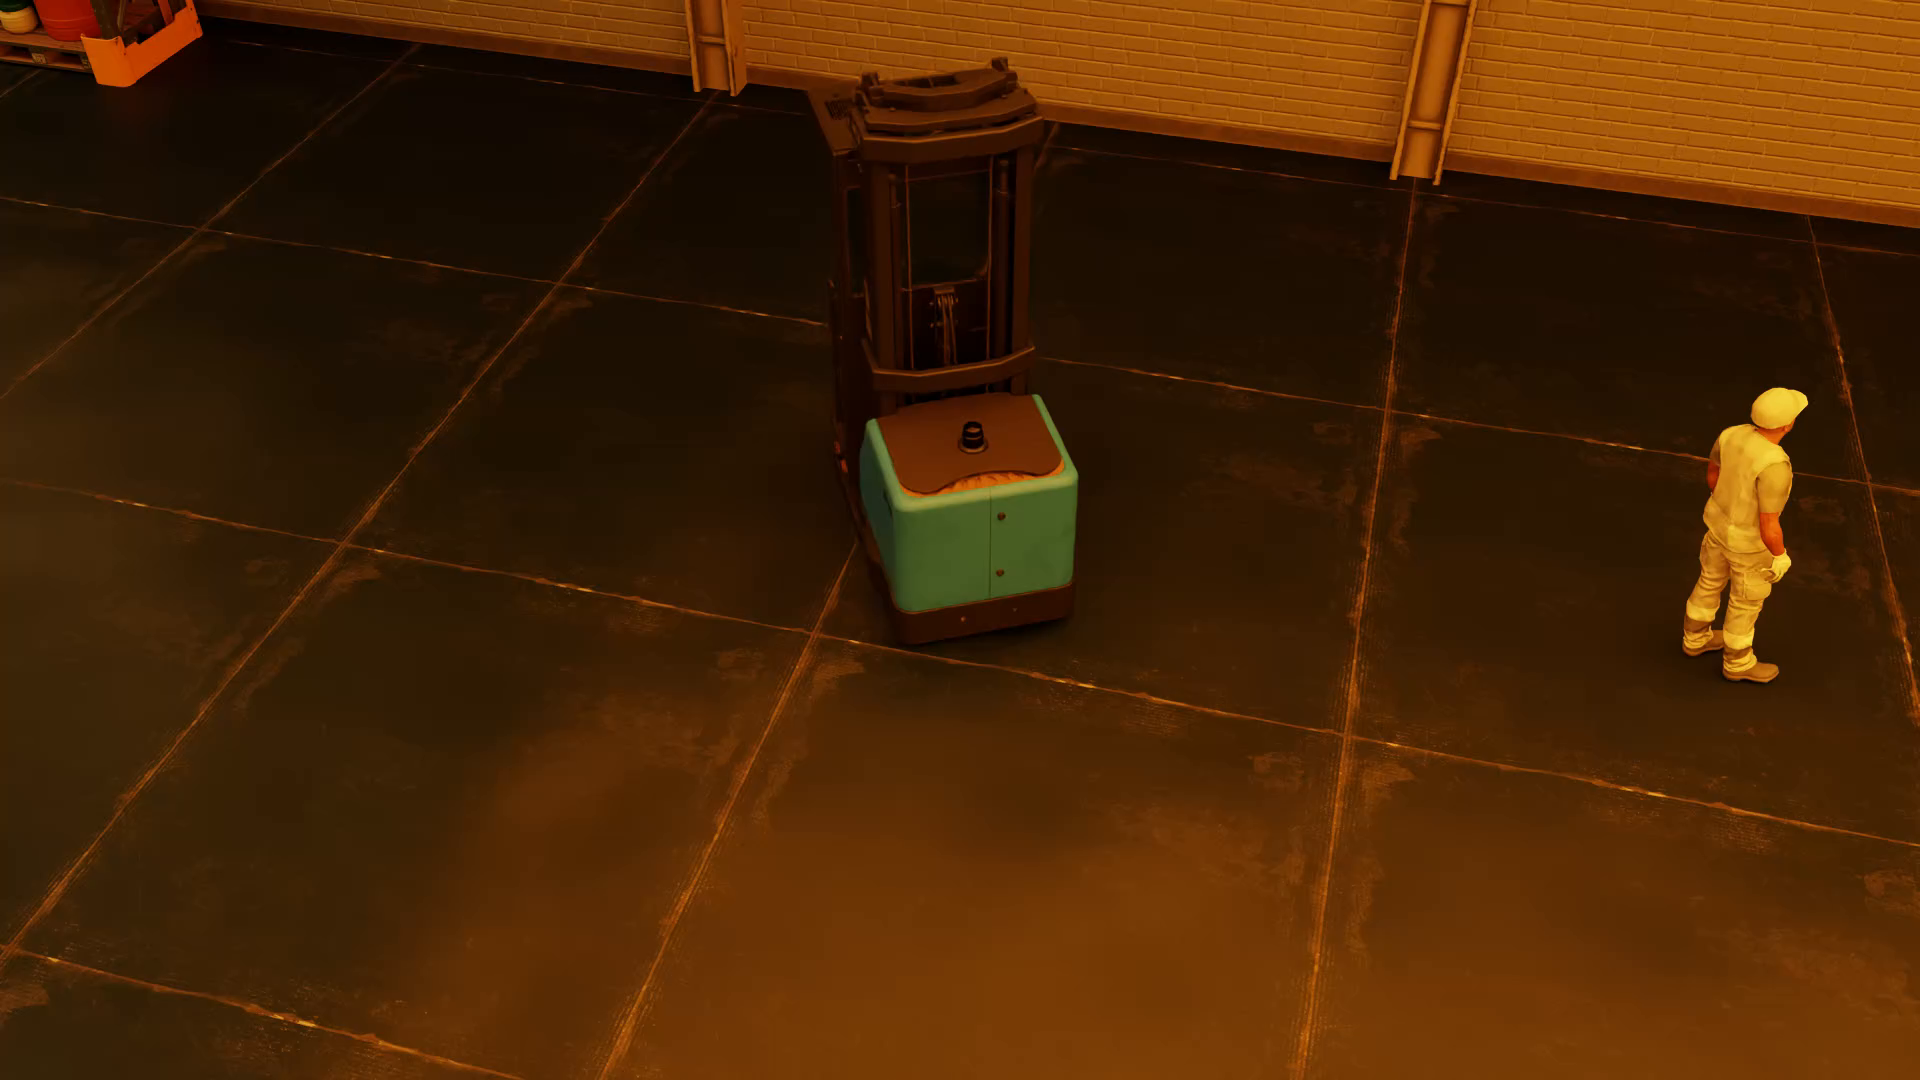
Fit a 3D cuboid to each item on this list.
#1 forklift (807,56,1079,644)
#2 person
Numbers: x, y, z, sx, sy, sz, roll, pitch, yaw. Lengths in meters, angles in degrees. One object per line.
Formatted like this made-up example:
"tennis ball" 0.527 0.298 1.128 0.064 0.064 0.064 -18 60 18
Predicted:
"forklift" -0.209 -1.501 9.573 1.130 2.935 3.031 -10 42 -11
"person" 4.197 -0.051 8.774 0.564 1.788 0.637 -8 42 -9
